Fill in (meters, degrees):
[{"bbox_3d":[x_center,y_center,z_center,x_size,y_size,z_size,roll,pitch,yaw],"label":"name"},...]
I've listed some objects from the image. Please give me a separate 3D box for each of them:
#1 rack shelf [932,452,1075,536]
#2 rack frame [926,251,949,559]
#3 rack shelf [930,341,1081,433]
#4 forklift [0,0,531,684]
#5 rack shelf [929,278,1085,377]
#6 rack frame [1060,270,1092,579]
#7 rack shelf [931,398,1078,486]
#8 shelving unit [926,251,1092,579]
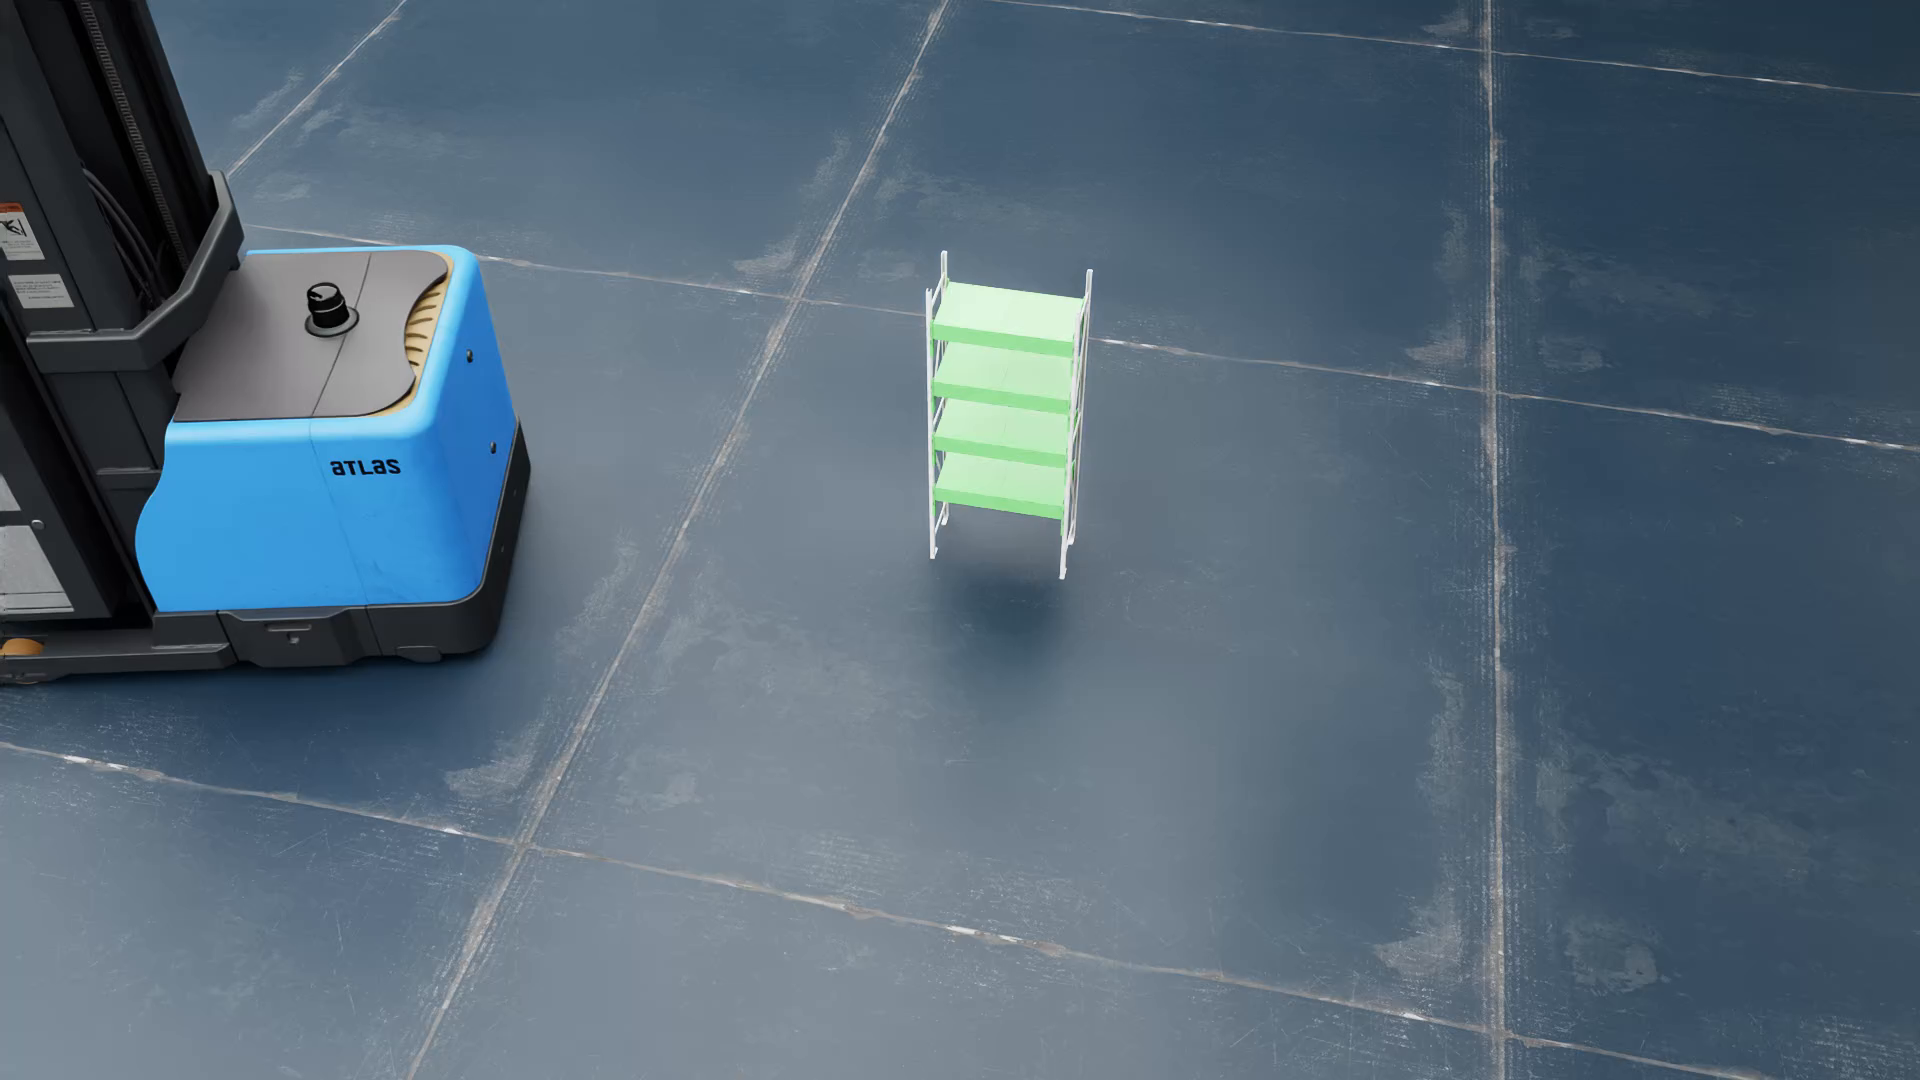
[{"bbox_3d":[0.162,-0.188,6.019,0.480,0.148,0.258,9,45,9],"label":"rack shelf"},{"bbox_3d":[-0.077,-0.444,5.846,0.015,1.200,0.240,9,45,9],"label":"rack frame"},{"bbox_3d":[0.162,-0.534,5.686,0.480,0.148,0.258,9,45,9],"label":"rack shelf"},{"bbox_3d":[-3.150,-0.930,5.103,3.031,2.935,1.130,-2,44,-2],"label":"forklift"},{"bbox_3d":[0.162,-0.707,5.519,0.480,0.148,0.258,9,45,9],"label":"rack shelf"},{"bbox_3d":[0.400,-0.370,5.769,0.015,1.200,0.240,9,45,9],"label":"rack frame"},{"bbox_3d":[0.162,-0.361,5.852,0.480,0.148,0.258,9,45,9],"label":"rack shelf"},{"bbox_3d":[0.162,-0.407,5.808,0.503,1.200,0.258,9,45,9],"label":"shelving unit"}]
